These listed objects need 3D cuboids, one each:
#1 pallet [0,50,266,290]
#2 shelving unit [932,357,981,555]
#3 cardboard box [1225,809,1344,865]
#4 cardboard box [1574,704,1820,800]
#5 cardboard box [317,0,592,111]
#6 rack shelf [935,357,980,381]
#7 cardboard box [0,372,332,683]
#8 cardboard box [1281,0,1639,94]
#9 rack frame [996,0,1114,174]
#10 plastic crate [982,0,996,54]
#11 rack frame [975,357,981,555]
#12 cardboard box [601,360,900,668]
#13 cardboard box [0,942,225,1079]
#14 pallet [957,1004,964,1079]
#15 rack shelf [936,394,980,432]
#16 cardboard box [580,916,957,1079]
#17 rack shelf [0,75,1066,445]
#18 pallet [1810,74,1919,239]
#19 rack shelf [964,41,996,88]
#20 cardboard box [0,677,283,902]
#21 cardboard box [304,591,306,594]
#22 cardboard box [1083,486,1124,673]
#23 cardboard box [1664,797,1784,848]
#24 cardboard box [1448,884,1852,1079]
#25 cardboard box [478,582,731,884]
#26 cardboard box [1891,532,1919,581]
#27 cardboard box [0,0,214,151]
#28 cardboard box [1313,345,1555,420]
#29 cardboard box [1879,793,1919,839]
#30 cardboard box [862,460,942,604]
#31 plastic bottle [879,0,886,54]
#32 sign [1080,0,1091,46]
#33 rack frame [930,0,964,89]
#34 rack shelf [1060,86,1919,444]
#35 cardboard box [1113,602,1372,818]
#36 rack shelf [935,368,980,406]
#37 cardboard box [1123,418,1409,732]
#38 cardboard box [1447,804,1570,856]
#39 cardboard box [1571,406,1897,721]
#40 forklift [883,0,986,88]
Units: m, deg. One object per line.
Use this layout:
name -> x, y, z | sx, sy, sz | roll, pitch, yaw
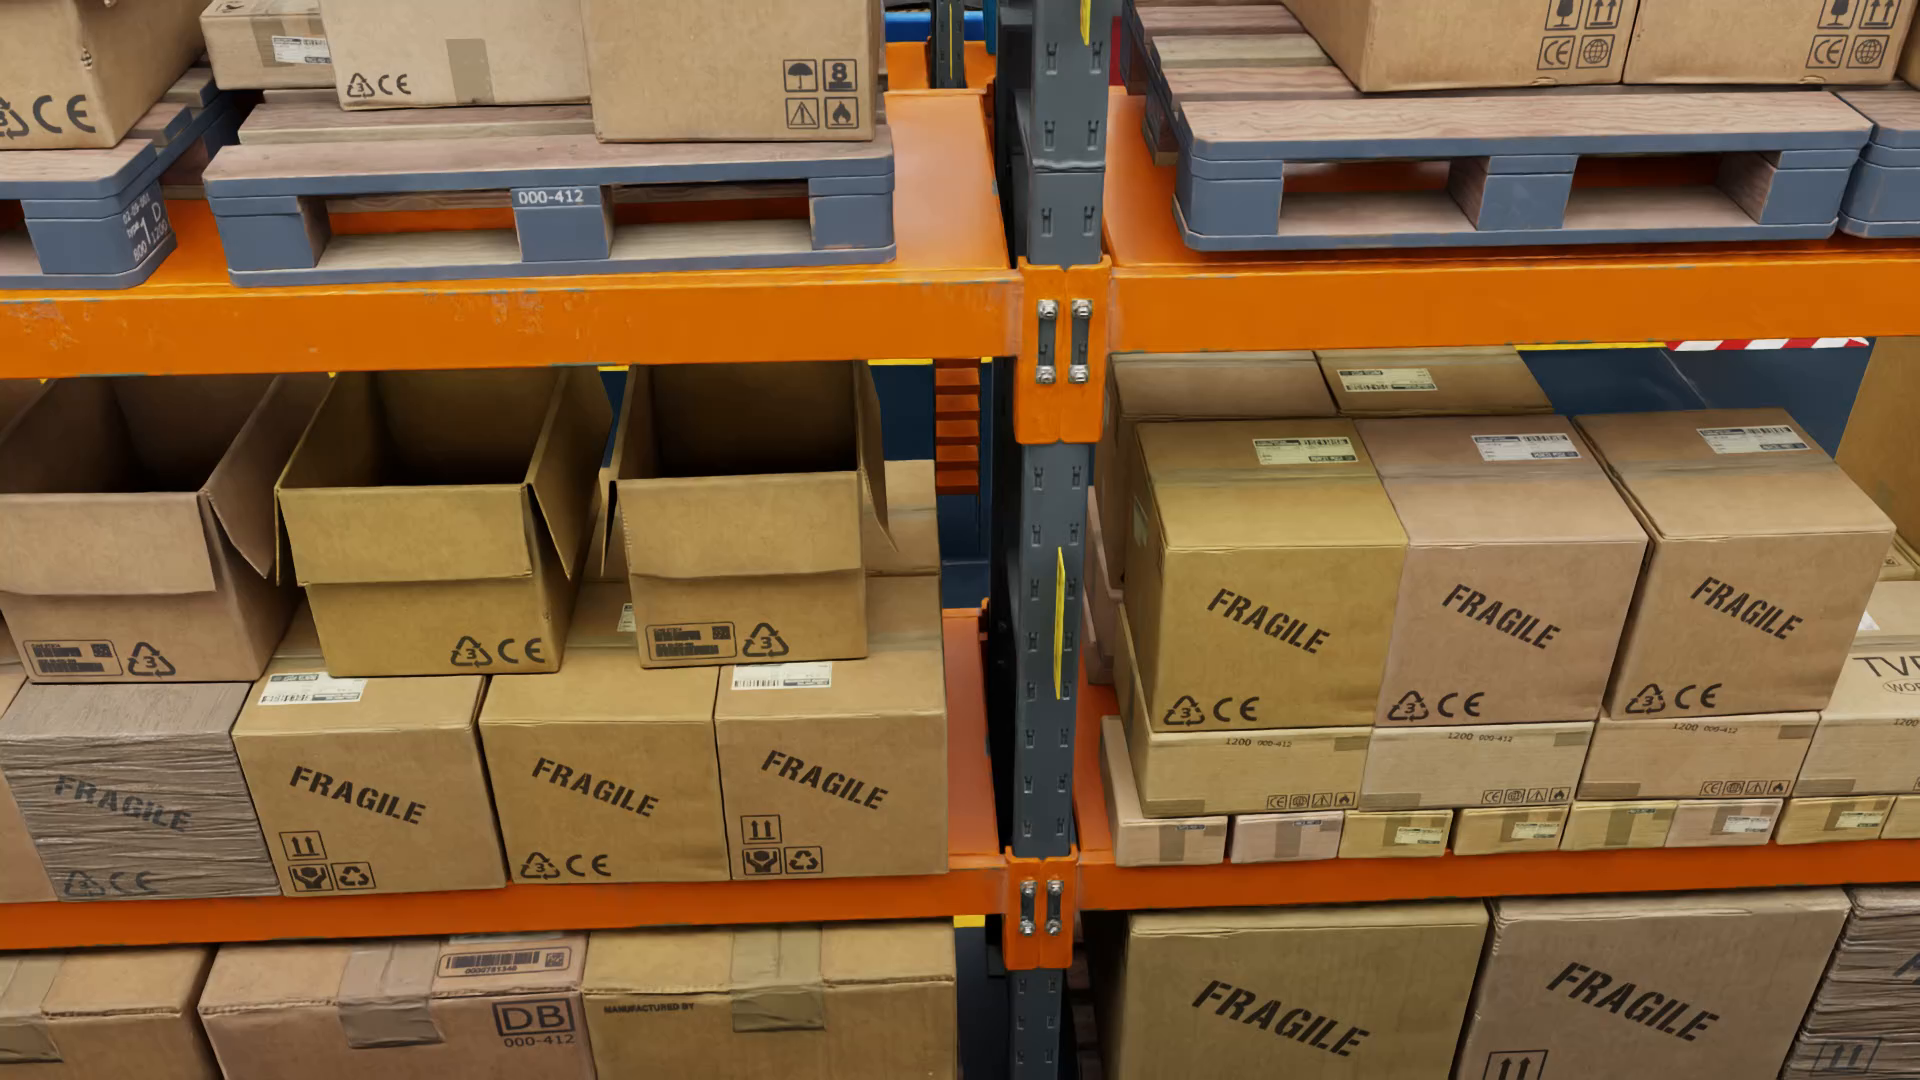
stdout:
pallet -> -2.071, -0.819, 3.328 | 1.213, 0.211, 1.003 | 0, 35, 0
shelving unit -> -0.014, -0.493, 6.908 | 0.189, 1.200, 0.258 | -2, 35, -2
cardboard box -> 0.741, 0.586, 3.989 | 0.250, 0.149, 0.380 | -3, 35, -4
cardboard box -> 1.663, 0.356, 3.970 | 0.500, 0.250, 0.500 | -1, 35, -1
cardboard box -> -0.933, -1.083, 3.252 | 0.500, 0.311, 0.500 | -3, 35, -4
rack shelf -> -0.014, -0.752, 6.728 | 0.180, 0.103, 0.258 | -2, 35, -2
cardboard box -> -1.776, -0.086, 3.769 | 0.637, 0.503, 0.797 | 0, 35, -1
cardboard box -> 0.946, -1.235, 3.219 | 0.500, 0.500, 0.700 | -3, 35, -5
rack frame -> 0.167, -2.159, 2.462 | 0.127, 3.000, 1.000 | -2, 35, -2
plastic crate -> 0.383, -2.732, 8.523 | 0.575, 0.384, 0.392 | -2, 35, -2
rack frame -> 0.077, -0.495, 6.912 | 0.006, 1.200, 0.240 | -2, 35, -2
cardboard box -> -0.470, -0.123, 3.823 | 0.637, 0.503, 0.797 | -2, 35, -3
cardboard box -> -2.247, 1.091, 4.536 | 0.875, 0.875, 1.225 | -1, 35, -2
pallet -> -0.600, 1.518, 4.870 | 1.213, 0.211, 1.003 | -2, 35, -2
rack shelf -> -0.014, -0.555, 6.865 | 0.180, 0.103, 0.258 | -2, 35, -2
cardboard box -> -0.471, 1.038, 4.613 | 0.875, 0.875, 1.225 | -1, 35, -2
rack shelf -> -1.830, -0.575, 3.442 | 4.000, 0.370, 1.077 | -2, 35, -2
pallet -> 2.201, -0.936, 3.409 | 1.213, 0.211, 1.003 | -2, 35, -2
rack shelf -> 1.931, -2.265, 8.520 | 4.000, 0.370, 1.077 | -2, 35, -2
cardboard box -> -1.804, 0.473, 3.843 | 0.500, 0.500, 0.500 | -1, 35, -2
cardboard box -> -1.822, 0.182, 4.264 | 0.500, 0.500, 0.500 | -1, 35, -1
cardboard box -> 0.596, 0.087, 4.360 | 0.500, 0.250, 0.500 | -2, 35, -3
cardboard box -> 1.773, 0.557, 4.029 | 0.250, 0.149, 0.380 | -1, 35, -2
cardboard box -> 1.729, 1.013, 4.649 | 0.875, 0.875, 0.875 | -2, 35, -2
cardboard box -> -0.781, 0.444, 3.884 | 0.500, 0.500, 0.500 | -1, 35, -1
cardboard box -> 2.650, 0.029, 4.443 | 0.500, 0.250, 0.500 | -3, 35, -4
cardboard box -> -1.789, -1.100, 3.108 | 0.637, 0.503, 0.797 | -2, 35, -3
cardboard box -> 1.115, -0.236, 4.167 | 0.500, 0.500, 0.500 | -1, 35, -2
cardboard box -> 2.296, 0.542, 4.052 | 0.250, 0.149, 0.380 | -1, 35, -1
cardboard box -> -0.304, 0.137, 4.328 | 0.500, 0.500, 0.500 | -1, 35, -2
plastic bottle -> -0.474, -2.661, 8.502 | 0.185, 0.351, 0.144 | -2, 35, -2
sign -> 0.203, -0.959, 2.633 | 0.005, 0.325, 0.100 | -2, 35, -2
rack frame -> -0.067, -2.507, 8.237 | 0.127, 3.000, 1.000 | -2, 35, -2
rack shelf -> 2.165, -0.683, 3.598 | 4.000, 0.370, 1.077 | -2, 35, -2
cardboard box -> 0.649, 0.384, 3.930 | 0.500, 0.250, 0.500 | -2, 35, -3
rack shelf -> -0.014, -0.654, 6.797 | 0.180, 0.103, 0.258 | -2, 35, -2
cardboard box -> 0.658, 0.072, 3.722 | 0.500, 0.500, 0.500 | -2, 35, -2
cardboard box -> 1.267, 0.570, 4.011 | 0.250, 0.149, 0.380 | -2, 35, -4
cardboard box -> 1.670, 0.046, 3.759 | 0.500, 0.500, 0.500 | -3, 35, -4
forklift -> -0.257, -4.290, 10.873 | 1.130, 2.935, 3.031 | -2, 35, -2
